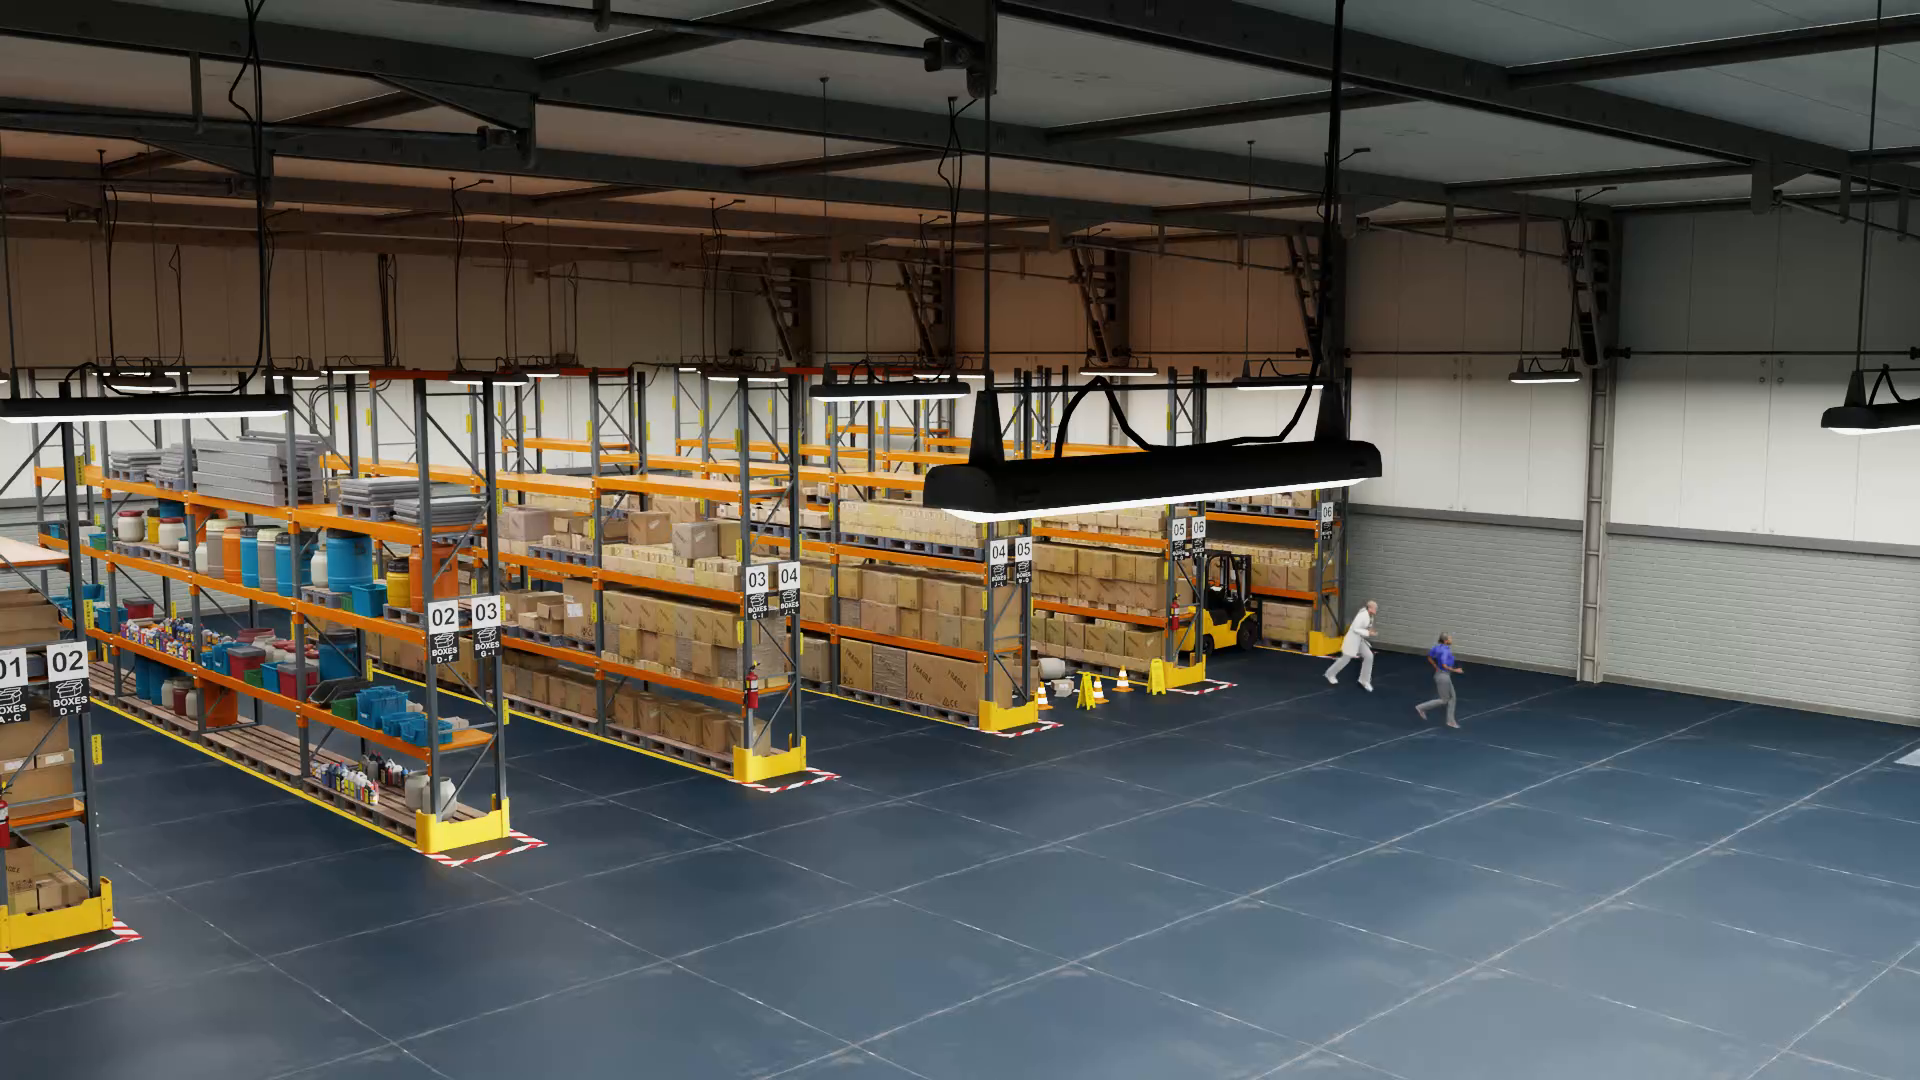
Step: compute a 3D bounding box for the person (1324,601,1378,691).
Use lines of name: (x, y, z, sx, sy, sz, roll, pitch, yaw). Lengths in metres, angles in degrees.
person: (7.409, 1.979, 31.421, 1.066, 1.744, 0.752, 5, 8, 35)

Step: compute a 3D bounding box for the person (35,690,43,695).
person: (-15.787, 2.281, 28.322, 0.623, 1.713, 0.696, 6, 8, 41)

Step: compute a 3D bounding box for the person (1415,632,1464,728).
person: (8.101, 2.377, 28.105, 0.811, 1.672, 0.586, 0, 6, 2)
